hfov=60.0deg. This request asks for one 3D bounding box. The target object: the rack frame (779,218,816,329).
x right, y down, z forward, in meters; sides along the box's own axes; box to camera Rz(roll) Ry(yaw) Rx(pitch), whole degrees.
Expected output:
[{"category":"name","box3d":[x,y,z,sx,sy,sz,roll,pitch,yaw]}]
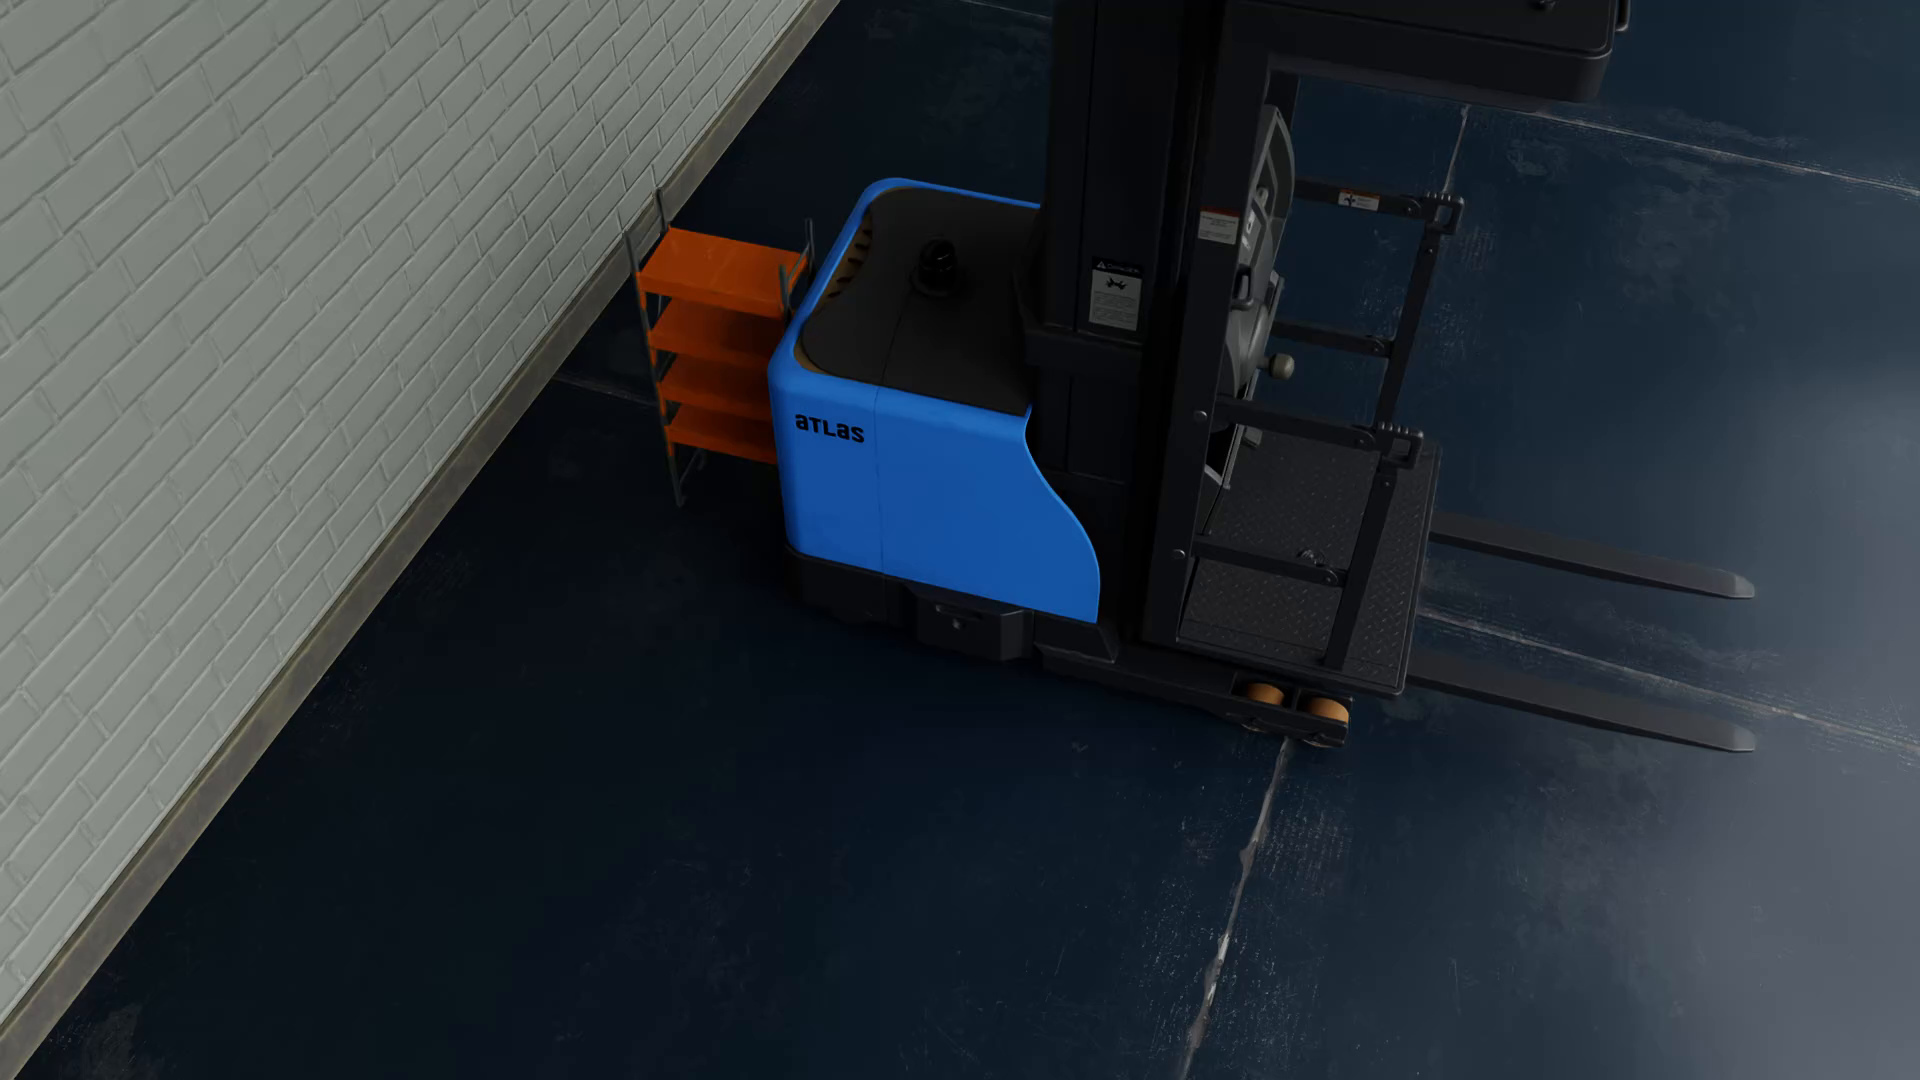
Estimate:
[{"category":"rack frame","box3d":[-0.488,-0.488,5.379,0.015,1.200,0.240,13,50,11]}]

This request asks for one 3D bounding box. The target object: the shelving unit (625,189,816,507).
[{"category":"shelving unit","box3d":[-0.721,-0.542,5.426,0.503,1.200,0.258,13,50,11]}]

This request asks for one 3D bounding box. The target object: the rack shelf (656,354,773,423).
[{"category":"rack shelf","box3d":[-0.721,-0.498,5.477,0.480,0.148,0.258,13,50,11]}]

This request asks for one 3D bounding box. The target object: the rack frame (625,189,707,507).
[{"category":"rack frame","box3d":[-0.955,-0.596,5.473,0.015,1.200,0.240,13,50,11]}]

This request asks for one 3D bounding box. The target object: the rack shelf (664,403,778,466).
[{"category":"rack shelf","box3d":[-0.721,-0.368,5.627,0.480,0.148,0.258,13,50,11]}]

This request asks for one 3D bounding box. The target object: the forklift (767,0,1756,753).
[{"category":"forklift","box3d":[1.001,-0.766,4.474,3.031,2.935,1.130,13,50,11]}]

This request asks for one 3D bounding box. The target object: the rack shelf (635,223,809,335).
[{"category":"rack shelf","box3d":[-0.721,-0.800,5.129,0.480,0.148,0.258,13,50,11]}]

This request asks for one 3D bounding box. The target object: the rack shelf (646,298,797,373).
[{"category":"rack shelf","box3d":[-0.721,-0.645,5.308,0.480,0.148,0.258,13,50,11]}]
